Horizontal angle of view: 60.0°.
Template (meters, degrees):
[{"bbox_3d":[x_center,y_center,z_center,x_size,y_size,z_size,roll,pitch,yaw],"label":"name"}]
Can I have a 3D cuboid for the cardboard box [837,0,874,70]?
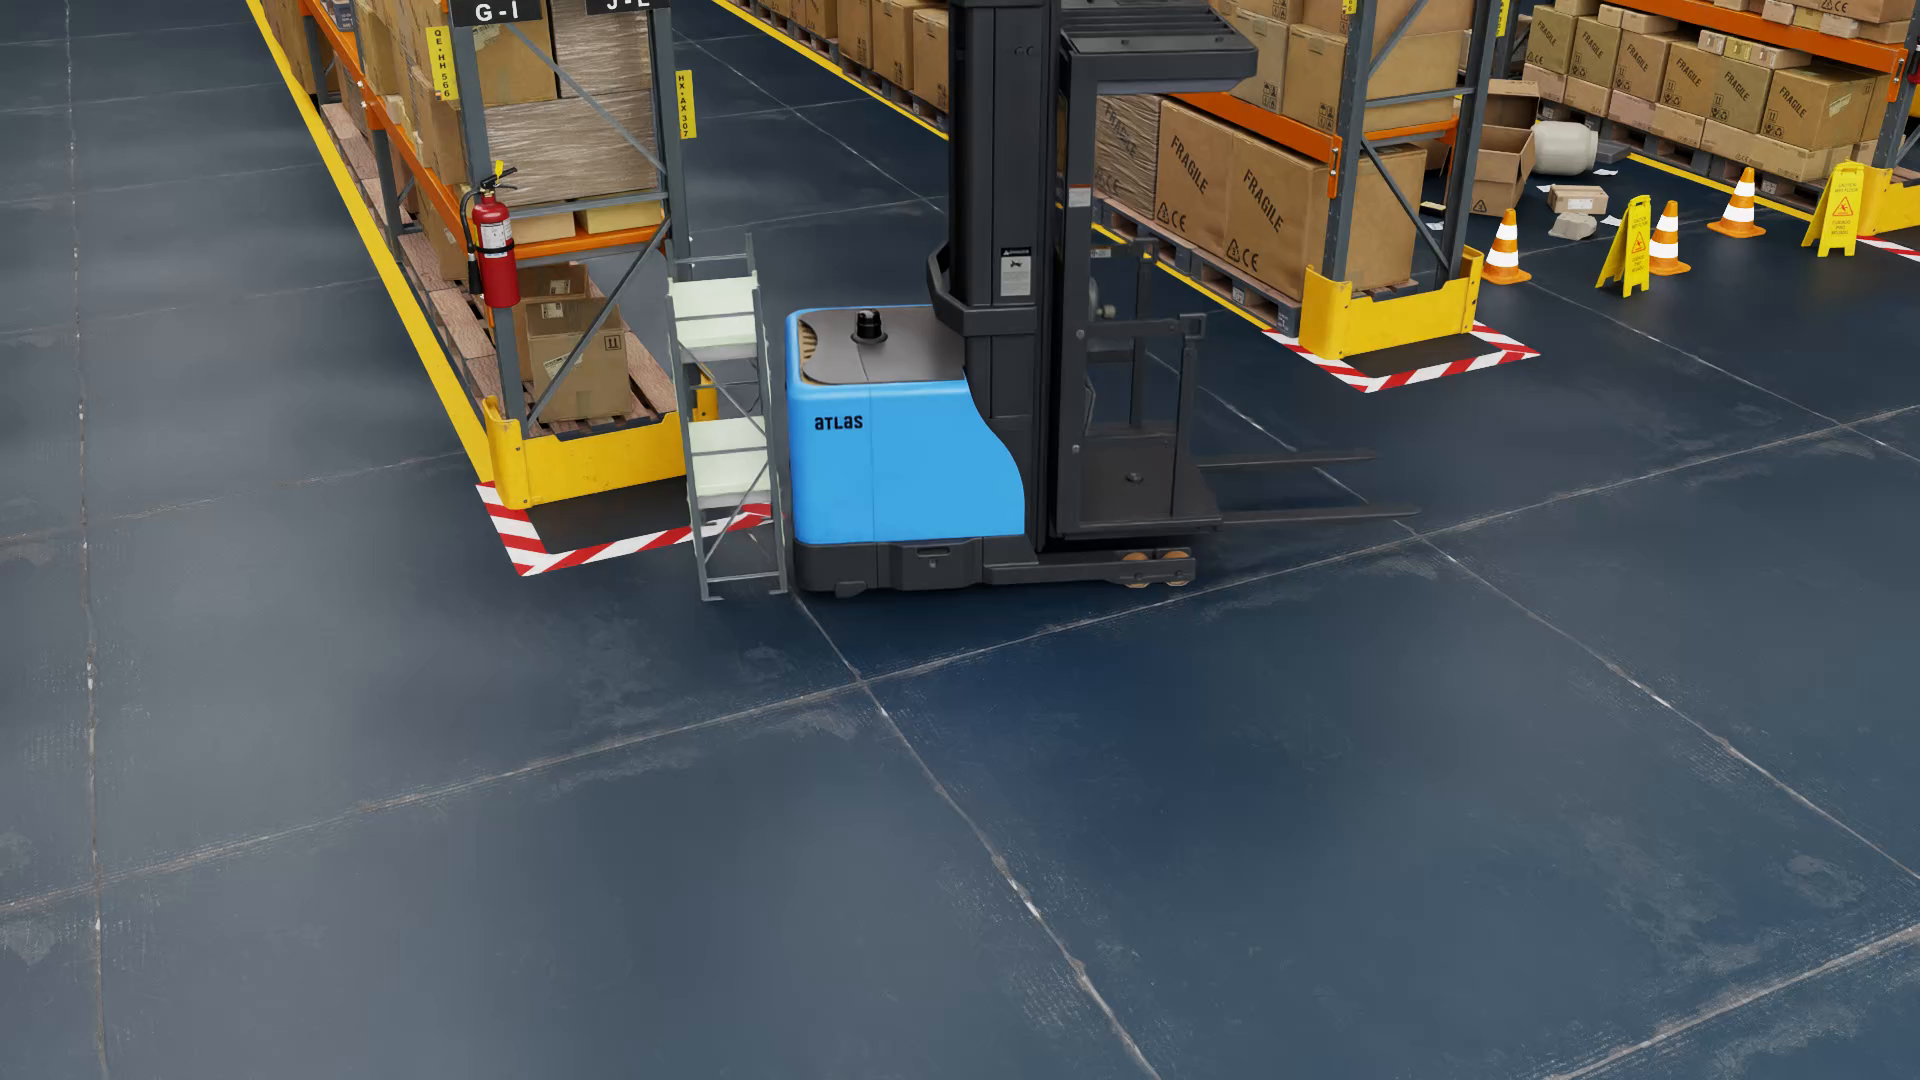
[{"bbox_3d":[-0.560,-5.062,16.080,1.050,0.750,0.750,-14,32,-23],"label":"cardboard box"}]

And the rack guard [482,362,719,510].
[{"bbox_3d":[-1.861,-0.560,8.738,1.175,0.500,0.348,-13,32,-22],"label":"rack guard"}]

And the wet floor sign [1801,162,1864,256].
[{"bbox_3d":[6.237,-2.362,11.803,0.267,0.644,0.232,-3,29,-5],"label":"wet floor sign"}]

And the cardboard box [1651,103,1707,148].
[{"bbox_3d":[6.087,-3.443,13.704,0.500,0.250,0.500,-14,32,-24],"label":"cardboard box"}]

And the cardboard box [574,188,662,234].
[{"bbox_3d":[-1.736,-1.683,8.442,0.380,0.149,0.250,-13,32,-22],"label":"cardboard box"}]

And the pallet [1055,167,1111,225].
[{"bbox_3d":[1.233,-2.812,13.049,1.003,0.211,1.213,-13,32,-22],"label":"pallet"}]

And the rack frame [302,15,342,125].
[{"bbox_3d":[-5.263,-5.151,14.369,1.000,3.000,0.127,-13,32,-22],"label":"rack frame"}]

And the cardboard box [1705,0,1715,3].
[{"bbox_3d":[6.129,-4.388,13.265,0.380,0.149,0.250,-13,32,-22],"label":"cardboard box"}]

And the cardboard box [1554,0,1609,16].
[{"bbox_3d":[5.413,-4.673,14.469,0.380,0.149,0.250,-13,32,-21],"label":"cardboard box"}]

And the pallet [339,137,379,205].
[{"bbox_3d":[-4.409,-3.051,13.475,1.003,0.211,1.213,-13,32,-22],"label":"pallet"}]

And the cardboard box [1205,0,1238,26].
[{"bbox_3d":[2.111,-3.346,10.996,0.875,0.550,0.550,-13,32,-22],"label":"cardboard box"}]

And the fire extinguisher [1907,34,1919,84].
[{"bbox_3d":[6.755,-3.517,11.533,0.296,0.674,0.183,-13,32,-22],"label":"fire extinguisher"}]

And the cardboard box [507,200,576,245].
[{"bbox_3d":[-2.138,-1.590,8.275,0.380,0.149,0.250,-13,32,-22],"label":"cardboard box"}]

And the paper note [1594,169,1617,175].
[{"bbox_3d":[5.277,-3.008,13.584,0.148,0.019,0.142,26,38,38],"label":"paper note"}]

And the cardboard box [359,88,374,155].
[{"bbox_3d":[-4.458,-3.469,13.476,0.700,0.500,0.500,-10,31,-18],"label":"cardboard box"}]

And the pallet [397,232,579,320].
[{"bbox_3d":[-3.226,-1.878,11.384,1.003,0.211,1.213,-13,32,-22],"label":"pallet"}]

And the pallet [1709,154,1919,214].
[{"bbox_3d":[6.772,-2.881,13.172,1.003,0.211,1.213,-13,32,-22],"label":"pallet"}]

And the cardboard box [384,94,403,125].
[{"bbox_3d":[-3.311,-2.671,10.203,0.380,0.149,0.250,-13,32,-22],"label":"cardboard box"}]

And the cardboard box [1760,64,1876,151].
[{"bbox_3d":[6.542,-3.308,12.697,0.500,0.500,0.500,-13,32,-22],"label":"cardboard box"}]

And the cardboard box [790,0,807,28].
[{"bbox_3d":[-1.478,-5.706,17.486,0.500,0.500,0.500,-12,31,-20],"label":"cardboard box"}]

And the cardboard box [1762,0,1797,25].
[{"bbox_3d":[6.330,-4.022,12.613,0.380,0.149,0.250,-13,32,-21],"label":"cardboard box"}]

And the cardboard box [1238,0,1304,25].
[{"bbox_3d":[2.251,-3.546,10.249,0.875,0.550,0.550,-13,32,-22],"label":"cardboard box"}]

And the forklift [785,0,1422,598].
[{"bbox_3d":[0.693,-1.304,7.580,3.031,2.935,1.130,-3,29,-5],"label":"forklift"}]

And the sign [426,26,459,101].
[{"bbox_3d":[-2.339,-2.152,7.514,0.100,0.325,0.005,-13,32,-22],"label":"sign"}]

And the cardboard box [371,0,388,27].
[{"bbox_3d":[-3.152,-3.300,9.639,0.500,0.500,0.500,-13,32,-22],"label":"cardboard box"}]

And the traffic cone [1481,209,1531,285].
[{"bbox_3d":[3.749,-2.040,11.415,0.336,0.463,0.334,-13,32,-22],"label":"traffic cone"}]

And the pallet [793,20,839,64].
[{"bbox_3d":[-1.074,-5.277,17.444,1.003,0.211,1.213,-13,32,-22],"label":"pallet"}]

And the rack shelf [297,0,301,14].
[{"bbox_3d":[-6.122,-5.720,16.120,1.077,0.370,4.000,-13,32,-22],"label":"rack shelf"}]

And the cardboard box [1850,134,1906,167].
[{"bbox_3d":[7.025,-3.096,13.086,0.500,0.250,0.500,-13,32,-22],"label":"cardboard box"}]

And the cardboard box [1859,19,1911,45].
[{"bbox_3d":[6.768,-3.708,12.053,0.380,0.149,0.250,-12,31,-20],"label":"cardboard box"}]

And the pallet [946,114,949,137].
[{"bbox_3d":[0.578,-3.489,14.257,1.003,0.211,1.213,-13,32,-22],"label":"pallet"}]

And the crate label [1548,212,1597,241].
[{"bbox_3d":[4.522,-2.319,12.246,0.298,0.136,0.250,19,34,30],"label":"crate label"}]

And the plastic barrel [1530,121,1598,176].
[{"bbox_3d":[4.867,-3.168,13.468,0.512,0.421,0.421,7,30,13],"label":"plastic barrel"}]

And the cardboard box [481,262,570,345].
[{"bbox_3d":[-2.621,-1.526,10.032,0.500,0.500,0.500,-10,31,-17],"label":"cardboard box"}]

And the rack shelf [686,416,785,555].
[{"bbox_3d":[-1.072,-0.284,7.875,0.431,0.370,0.720,-6,30,-7],"label":"rack shelf"}]

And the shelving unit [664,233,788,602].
[{"bbox_3d":[-1.082,-0.567,7.714,0.431,1.500,0.755,-6,30,-7],"label":"shelving unit"}]

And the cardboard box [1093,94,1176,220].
[{"bbox_3d":[1.574,-2.947,12.182,0.875,0.875,0.875,-13,32,-22],"label":"cardboard box"}]

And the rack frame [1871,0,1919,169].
[{"bbox_3d":[7.122,-3.698,11.777,1.000,3.000,0.127,-13,32,-22],"label":"rack frame"}]

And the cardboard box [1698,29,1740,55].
[{"bbox_3d":[6.107,-3.967,13.210,0.380,0.149,0.250,-12,31,-20],"label":"cardboard box"}]

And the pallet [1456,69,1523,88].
[{"bbox_3d":[5.069,-4.592,16.223,1.003,0.211,1.213,-13,32,-22],"label":"pallet"}]

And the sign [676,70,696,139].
[{"bbox_3d":[-1.339,-2.108,8.058,0.100,0.325,0.005,-13,32,-22],"label":"sign"}]

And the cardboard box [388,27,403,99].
[{"bbox_3d":[-2.920,-2.917,9.979,0.875,0.500,0.500,-13,32,-22],"label":"cardboard box"}]

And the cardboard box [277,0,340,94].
[{"bbox_3d":[-5.541,-4.716,15.337,1.225,0.875,0.875,-15,32,-24],"label":"cardboard box"}]

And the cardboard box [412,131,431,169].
[{"bbox_3d":[-2.876,-2.230,9.417,0.380,0.149,0.250,-13,32,-22],"label":"cardboard box"}]

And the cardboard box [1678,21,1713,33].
[{"bbox_3d":[6.341,-4.121,14.148,0.500,0.500,0.500,-11,31,-19],"label":"cardboard box"}]

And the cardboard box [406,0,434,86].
[{"bbox_3d":[-2.508,-2.637,8.457,0.500,0.500,0.500,-13,32,-22],"label":"cardboard box"}]

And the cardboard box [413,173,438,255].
[{"bbox_3d":[-3.410,-2.292,11.396,0.500,0.500,0.500,-14,32,-23],"label":"cardboard box"}]

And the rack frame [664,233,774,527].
[{"bbox_3d":[-1.138,-0.744,8.030,0.400,1.500,0.023,-6,30,-7],"label":"rack frame"}]

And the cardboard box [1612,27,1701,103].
[{"bbox_3d":[5.875,-3.995,13.922,0.500,0.500,0.500,-11,31,-19],"label":"cardboard box"}]

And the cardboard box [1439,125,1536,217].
[{"bbox_3d":[4.081,-2.853,12.824,0.637,0.503,0.797,13,32,21],"label":"cardboard box"}]

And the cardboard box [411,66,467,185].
[{"bbox_3d":[-2.363,-2.235,8.762,0.875,0.500,0.500,-13,32,-22],"label":"cardboard box"}]

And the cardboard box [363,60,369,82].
[{"bbox_3d":[-3.725,-3.116,10.997,0.380,0.149,0.250,-13,32,-22],"label":"cardboard box"}]

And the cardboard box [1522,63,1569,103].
[{"bbox_3d":[5.414,-4.131,14.932,0.500,0.250,0.500,-15,32,-24],"label":"cardboard box"}]

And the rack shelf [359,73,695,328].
[{"bbox_3d":[-2.687,-2.187,9.818,1.077,0.370,4.000,-13,32,-22],"label":"rack shelf"}]

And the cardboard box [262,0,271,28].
[{"bbox_3d":[-6.688,-5.896,17.440,1.225,0.875,0.875,-13,32,-22],"label":"cardboard box"}]
